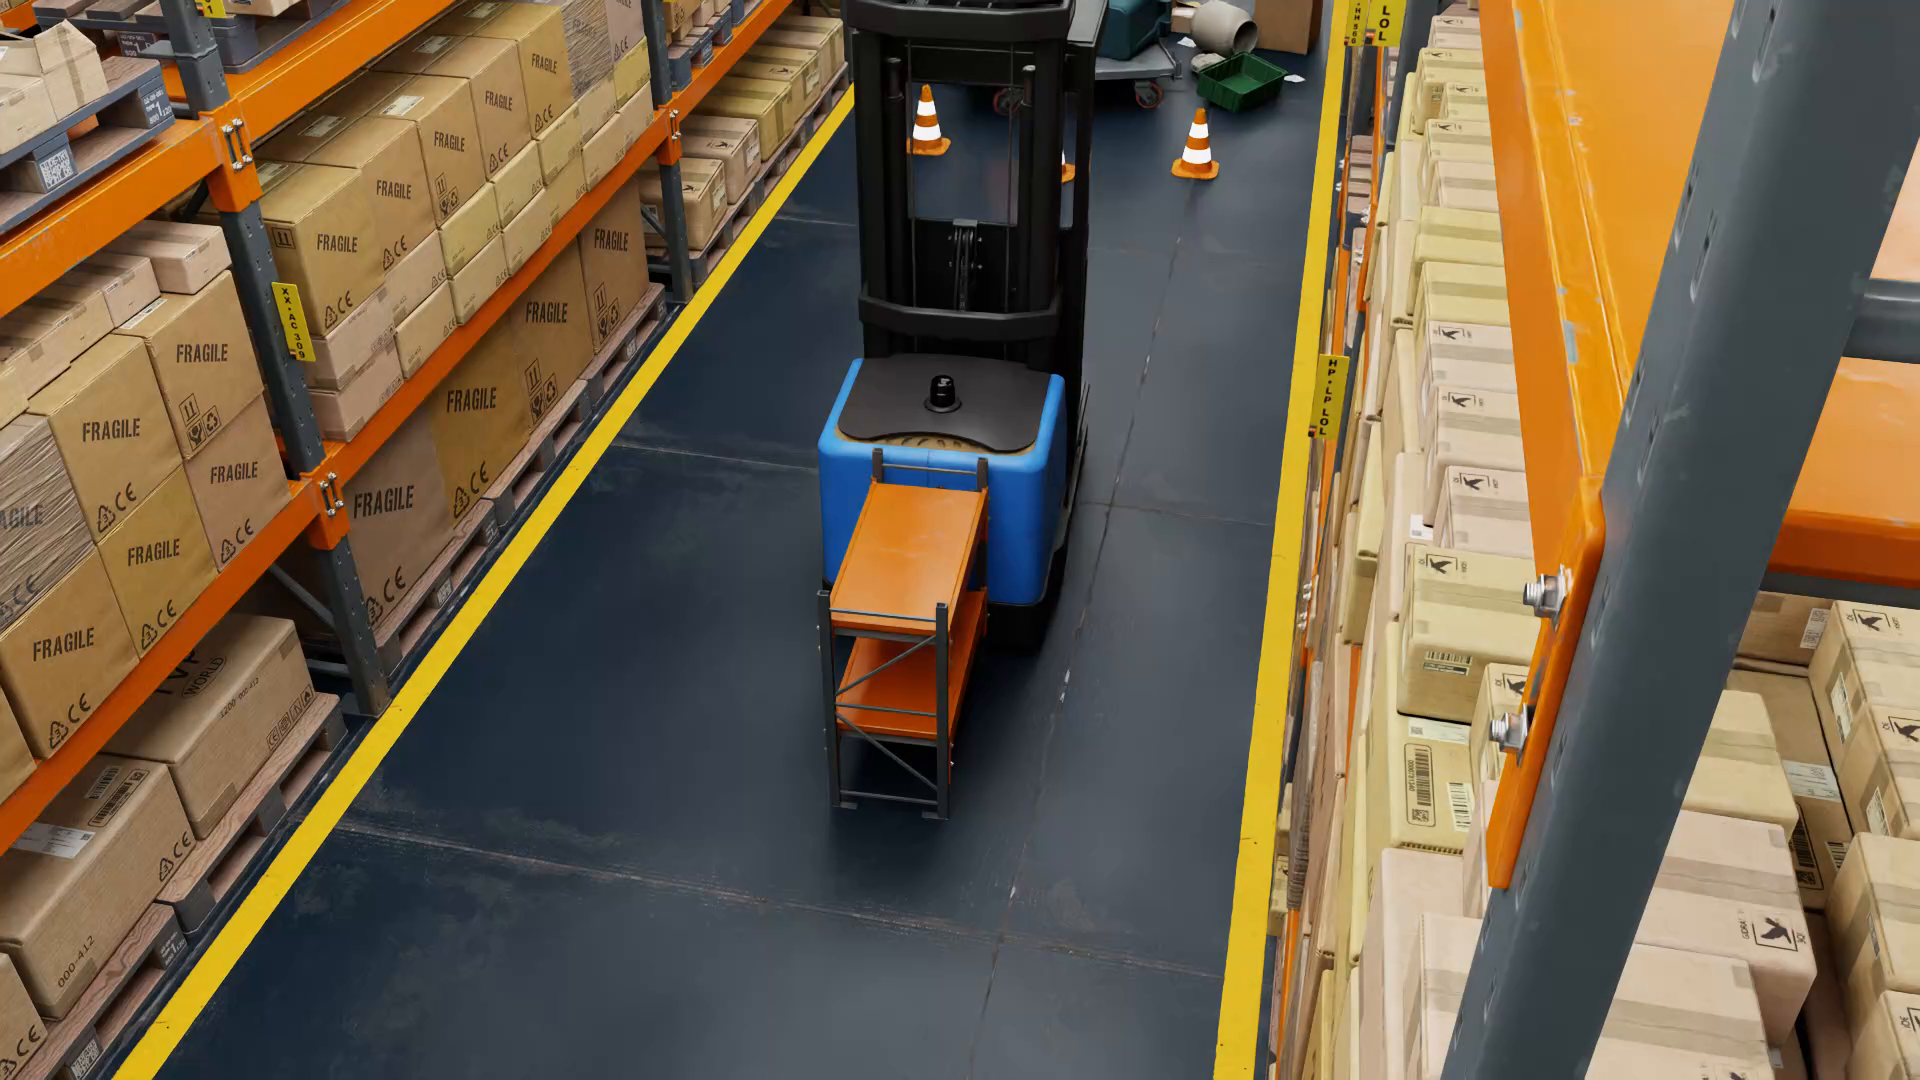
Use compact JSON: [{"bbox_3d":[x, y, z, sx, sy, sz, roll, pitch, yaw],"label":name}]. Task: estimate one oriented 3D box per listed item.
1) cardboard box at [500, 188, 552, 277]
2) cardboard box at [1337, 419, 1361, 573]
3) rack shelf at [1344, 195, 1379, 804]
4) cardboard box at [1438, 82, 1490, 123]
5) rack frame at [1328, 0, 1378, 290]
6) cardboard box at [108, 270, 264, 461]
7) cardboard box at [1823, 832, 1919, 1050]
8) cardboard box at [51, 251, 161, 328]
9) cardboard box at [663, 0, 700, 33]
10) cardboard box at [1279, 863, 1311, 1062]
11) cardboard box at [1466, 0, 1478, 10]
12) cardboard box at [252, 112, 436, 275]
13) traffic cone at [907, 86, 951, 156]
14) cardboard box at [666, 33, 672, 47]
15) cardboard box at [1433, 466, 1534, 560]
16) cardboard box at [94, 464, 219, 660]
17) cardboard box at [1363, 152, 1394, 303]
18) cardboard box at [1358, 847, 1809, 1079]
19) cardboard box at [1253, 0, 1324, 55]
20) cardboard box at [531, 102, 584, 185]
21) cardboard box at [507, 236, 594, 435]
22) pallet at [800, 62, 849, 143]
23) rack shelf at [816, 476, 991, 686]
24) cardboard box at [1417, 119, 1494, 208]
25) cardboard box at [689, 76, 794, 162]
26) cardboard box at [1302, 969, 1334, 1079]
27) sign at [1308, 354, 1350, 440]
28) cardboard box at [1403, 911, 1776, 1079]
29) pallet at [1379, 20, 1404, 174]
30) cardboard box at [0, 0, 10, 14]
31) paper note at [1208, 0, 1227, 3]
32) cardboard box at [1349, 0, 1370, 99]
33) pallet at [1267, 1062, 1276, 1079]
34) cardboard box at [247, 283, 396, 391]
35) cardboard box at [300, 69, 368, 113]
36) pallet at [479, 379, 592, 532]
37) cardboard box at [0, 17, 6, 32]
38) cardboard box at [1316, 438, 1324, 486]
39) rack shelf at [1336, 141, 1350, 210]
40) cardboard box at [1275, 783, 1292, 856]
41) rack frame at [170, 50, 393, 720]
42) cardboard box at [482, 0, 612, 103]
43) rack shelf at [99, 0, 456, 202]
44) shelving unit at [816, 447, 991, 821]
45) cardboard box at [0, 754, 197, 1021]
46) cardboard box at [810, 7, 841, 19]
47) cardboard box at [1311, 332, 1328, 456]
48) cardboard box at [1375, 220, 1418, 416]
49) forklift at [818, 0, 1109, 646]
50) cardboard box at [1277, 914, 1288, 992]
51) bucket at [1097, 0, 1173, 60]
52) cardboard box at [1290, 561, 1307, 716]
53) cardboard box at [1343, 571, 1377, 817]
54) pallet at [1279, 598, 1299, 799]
[{"bbox_3d":[-2.362,-1.542,8.219,0.500,0.250,0.500,7,36,9],"label":"cardboard box"},{"bbox_3d":[1.363,0.015,4.753,0.500,0.500,0.500,6,36,9],"label":"cardboard box"},{"bbox_3d":[1.366,0.277,3.639,1.077,0.370,4.000,7,37,10],"label":"rack shelf"},{"bbox_3d":[1.406,-1.025,4.185,0.380,0.149,0.250,7,37,9],"label":"cardboard box"},{"bbox_3d":[2.648,-2.240,9.054,1.000,3.000,0.127,7,37,10],"label":"rack frame"},{"bbox_3d":[-2.895,-0.649,5.923,0.500,0.500,0.500,7,37,10],"label":"cardboard box"},{"bbox_3d":[1.302,0.528,2.042,0.380,0.149,0.250,9,37,12],"label":"cardboard box"},{"bbox_3d":[-2.981,-0.863,5.665,0.380,0.149,0.250,8,37,11],"label":"cardboard box"},{"bbox_3d":[-1.888,-3.362,9.907,0.500,0.500,0.500,6,36,9],"label":"cardboard box"},{"bbox_3d":[1.114,1.025,4.212,0.500,0.500,0.500,9,37,12],"label":"cardboard box"},{"bbox_3d":[2.251,-2.242,6.056,0.797,0.503,0.637,7,36,9],"label":"cardboard box"},{"bbox_3d":[-2.608,-1.466,7.049,0.500,0.500,0.500,7,37,10],"label":"cardboard box"},{"bbox_3d":[-0.253,-3.182,12.516,0.336,0.463,0.334,7,37,10],"label":"traffic cone"},{"bbox_3d":[-1.959,-3.034,10.006,0.380,0.149,0.250,5,36,7],"label":"cardboard box"},{"bbox_3d":[0.989,0.022,2.739,0.380,0.149,0.250,7,36,9],"label":"cardboard box"},{"bbox_3d":[-3.018,0.044,5.818,0.500,0.500,0.500,6,36,9],"label":"cardboard box"},{"bbox_3d":[1.436,-0.868,4.734,0.500,0.250,0.500,9,37,12],"label":"cardboard box"},{"bbox_3d":[0.789,0.694,2.152,0.500,0.250,0.500,6,36,9],"label":"cardboard box"},{"bbox_3d":[2.831,-4.541,14.357,0.500,0.500,0.500,14,38,18],"label":"cardboard box"},{"bbox_3d":[-2.260,-2.044,8.486,0.500,0.250,0.500,6,36,9],"label":"cardboard box"},{"bbox_3d":[-2.633,-1.216,9.094,0.875,0.875,0.875,8,37,11],"label":"cardboard box"},{"bbox_3d":[-1.520,-3.520,13.197,1.003,0.211,1.213,7,37,10],"label":"pallet"},{"bbox_3d":[-0.212,0.147,6.860,0.538,0.278,1.000,6,36,8],"label":"rack shelf"},{"bbox_3d":[1.305,-0.882,3.987,0.380,0.149,0.250,6,36,9],"label":"cardboard box"},{"bbox_3d":[-1.762,-3.089,12.108,0.950,0.372,0.625,8,37,12],"label":"cardboard box"},{"bbox_3d":[0.902,1.197,3.122,0.500,0.500,0.500,6,36,8],"label":"cardboard box"},{"bbox_3d":[1.250,-0.483,5.644,0.100,0.325,0.005,7,37,10],"label":"sign"},{"bbox_3d":[0.723,0.601,1.940,0.380,0.149,0.250,7,37,10],"label":"cardboard box"},{"bbox_3d":[2.029,-1.426,5.535,1.213,0.211,1.003,7,37,10],"label":"pallet"},{"bbox_3d":[-6.726,-3.585,11.039,0.500,0.250,0.500,7,37,10],"label":"cardboard box"},{"bbox_3d":[2.372,-4.961,15.341,0.144,0.017,0.142,20,41,26],"label":"paper note"},{"bbox_3d":[2.589,-2.858,9.822,0.500,0.500,0.500,7,37,10],"label":"cardboard box"},{"bbox_3d":[1.426,2.273,5.203,1.003,0.211,1.213,7,37,10],"label":"pallet"},{"bbox_3d":[-2.695,-0.868,6.863,0.500,0.250,0.500,6,36,9],"label":"cardboard box"},{"bbox_3d":[-2.983,-1.828,7.549,0.500,0.500,0.500,8,37,11],"label":"cardboard box"},{"bbox_3d":[-2.715,-0.533,9.076,1.003,0.211,1.213,7,37,10],"label":"pallet"},{"bbox_3d":[-3.395,-1.664,5.175,0.500,0.500,0.500,8,37,11],"label":"cardboard box"},{"bbox_3d":[1.927,-0.465,7.738,0.500,0.250,0.500,6,36,8],"label":"cardboard box"},{"bbox_3d":[3.075,-3.095,10.848,1.077,0.370,4.000,7,37,10],"label":"rack shelf"},{"bbox_3d":[1.403,1.085,6.285,0.380,0.149,0.250,9,37,12],"label":"cardboard box"},{"bbox_3d":[-3.064,-0.509,6.667,1.000,3.000,0.127,7,37,10],"label":"rack frame"},{"bbox_3d":[-2.166,-2.623,8.646,0.500,0.500,0.500,8,37,11],"label":"cardboard box"},{"bbox_3d":[-2.637,-2.579,7.579,1.077,0.370,4.000,7,37,10],"label":"rack shelf"},{"bbox_3d":[-0.212,0.384,7.032,0.538,1.125,1.048,6,36,8],"label":"shelving unit"},{"bbox_3d":[-3.494,1.218,6.109,0.875,0.438,0.875,6,36,9],"label":"cardboard box"},{"bbox_3d":[-0.966,-4.457,14.098,0.500,0.250,0.500,6,36,8],"label":"cardboard box"},{"bbox_3d":[2.143,-0.736,8.751,0.500,0.500,0.500,8,37,11],"label":"cardboard box"},{"bbox_3d":[1.224,-0.485,3.779,0.500,0.250,0.500,8,37,11],"label":"cardboard box"},{"bbox_3d":[0.101,-1.551,8.163,1.130,2.935,3.031,5,36,7],"label":"forklift"},{"bbox_3d":[1.342,1.508,5.955,0.380,0.149,0.250,7,37,10],"label":"cardboard box"},{"bbox_3d":[1.279,-4.190,13.239,0.726,0.611,0.620,20,51,26],"label":"bucket"},{"bbox_3d":[1.705,0.440,7.130,0.500,0.500,0.500,7,36,9],"label":"cardboard box"},{"bbox_3d":[0.998,0.323,3.091,0.500,0.250,0.500,9,37,12],"label":"cardboard box"},{"bbox_3d":[1.958,0.736,7.325,1.003,0.211,1.213,7,37,10],"label":"pallet"}]
